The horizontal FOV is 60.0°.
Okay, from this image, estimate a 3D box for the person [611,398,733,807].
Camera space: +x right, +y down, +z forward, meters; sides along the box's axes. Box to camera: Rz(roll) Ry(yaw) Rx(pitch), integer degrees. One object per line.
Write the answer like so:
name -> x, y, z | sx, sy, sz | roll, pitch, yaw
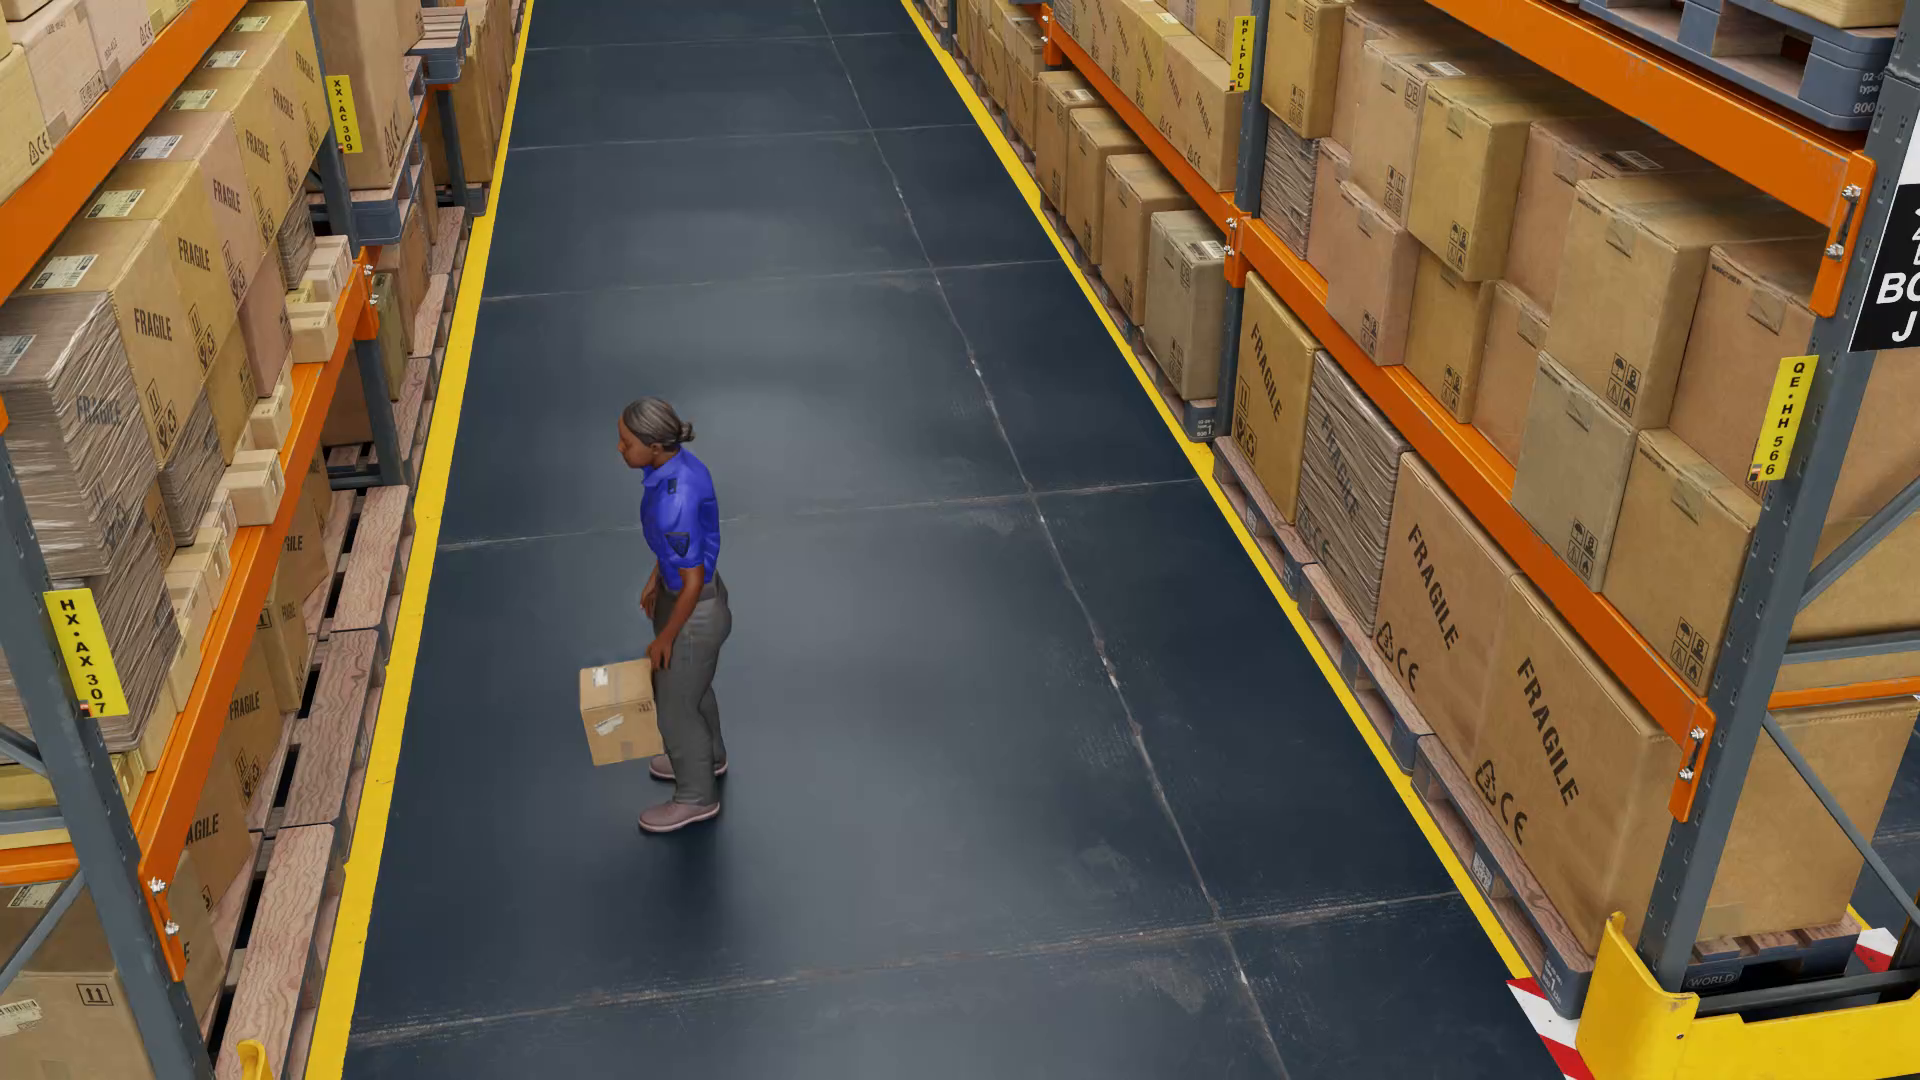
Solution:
person -> -0.957, 0.220, 5.701 | 0.339, 1.586, 0.486 | -6, 31, -11
